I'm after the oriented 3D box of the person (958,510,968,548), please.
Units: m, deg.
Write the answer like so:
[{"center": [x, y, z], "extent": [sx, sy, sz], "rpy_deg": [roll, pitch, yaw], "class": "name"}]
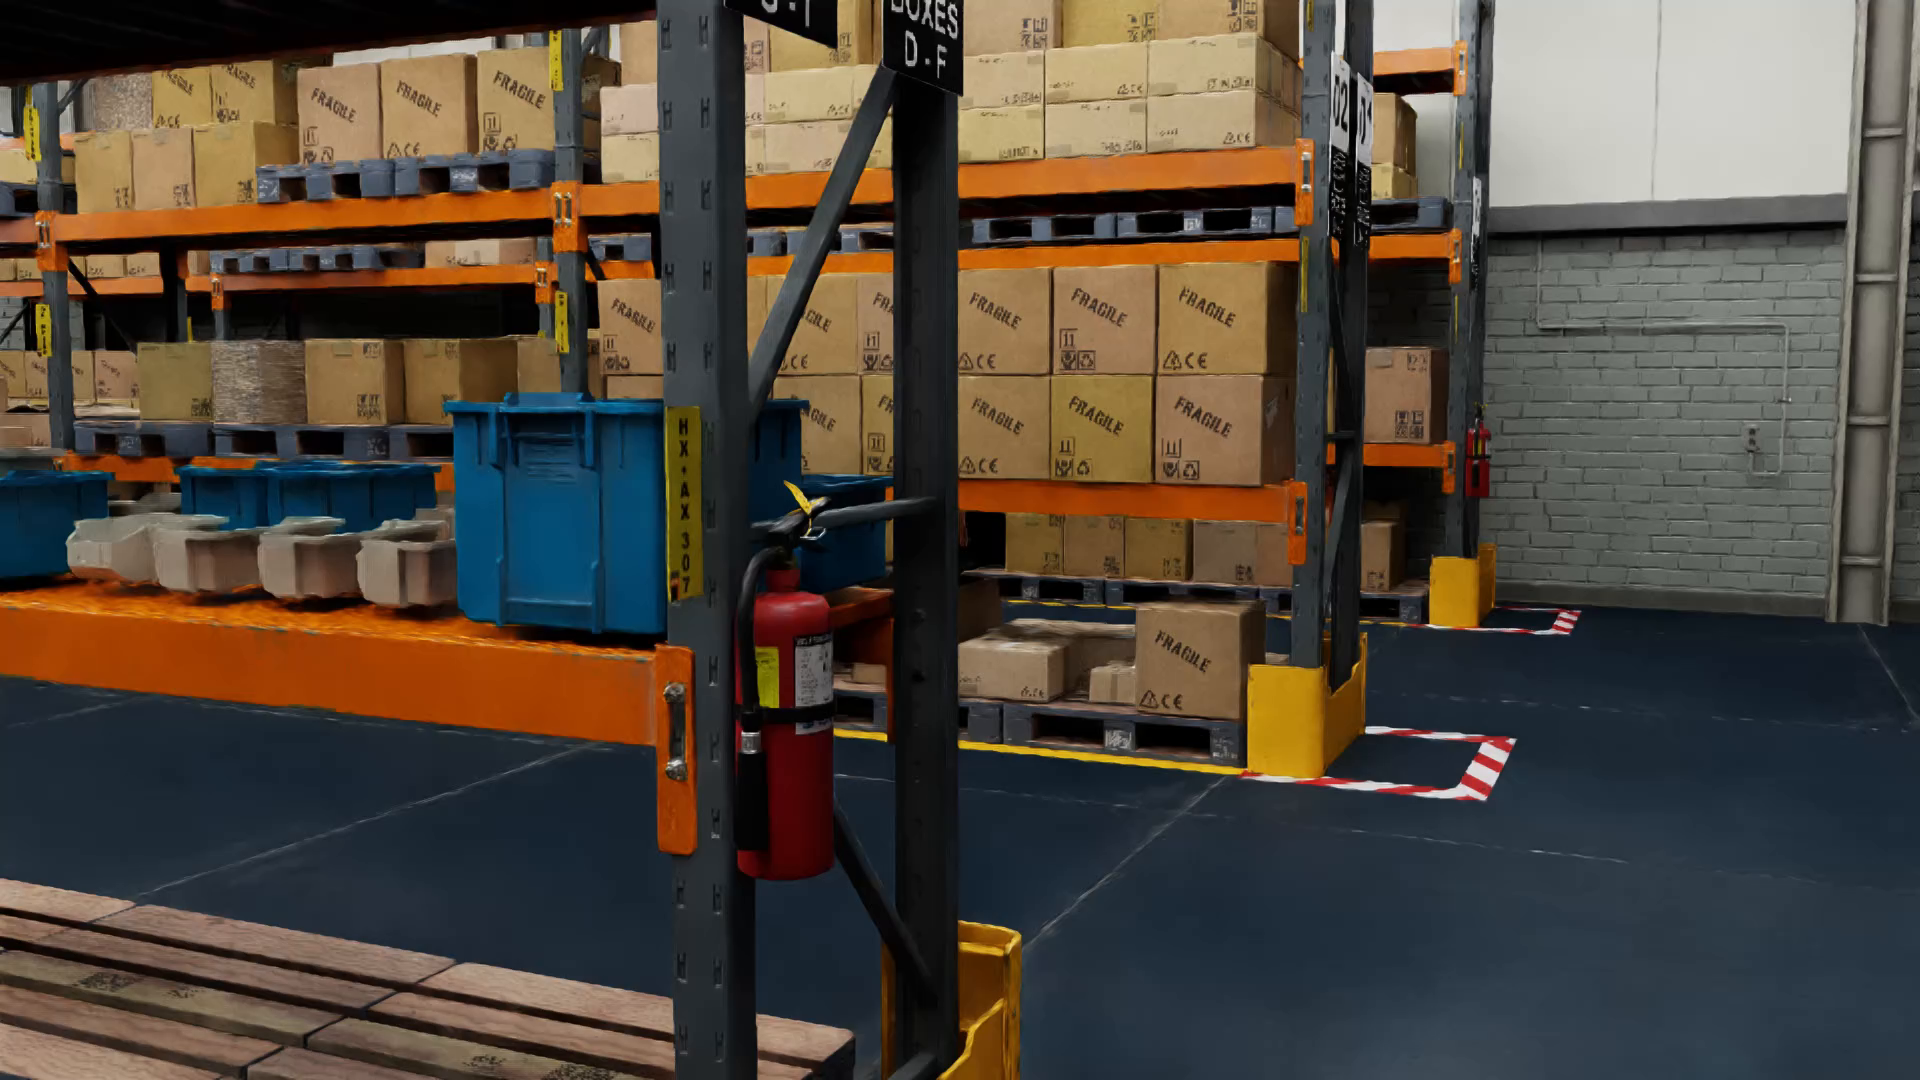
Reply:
[{"center": [-0.257, -0.077, 10.469], "extent": [0.812, 1.636, 0.463], "rpy_deg": [3, 6, 28], "class": "person"}]
